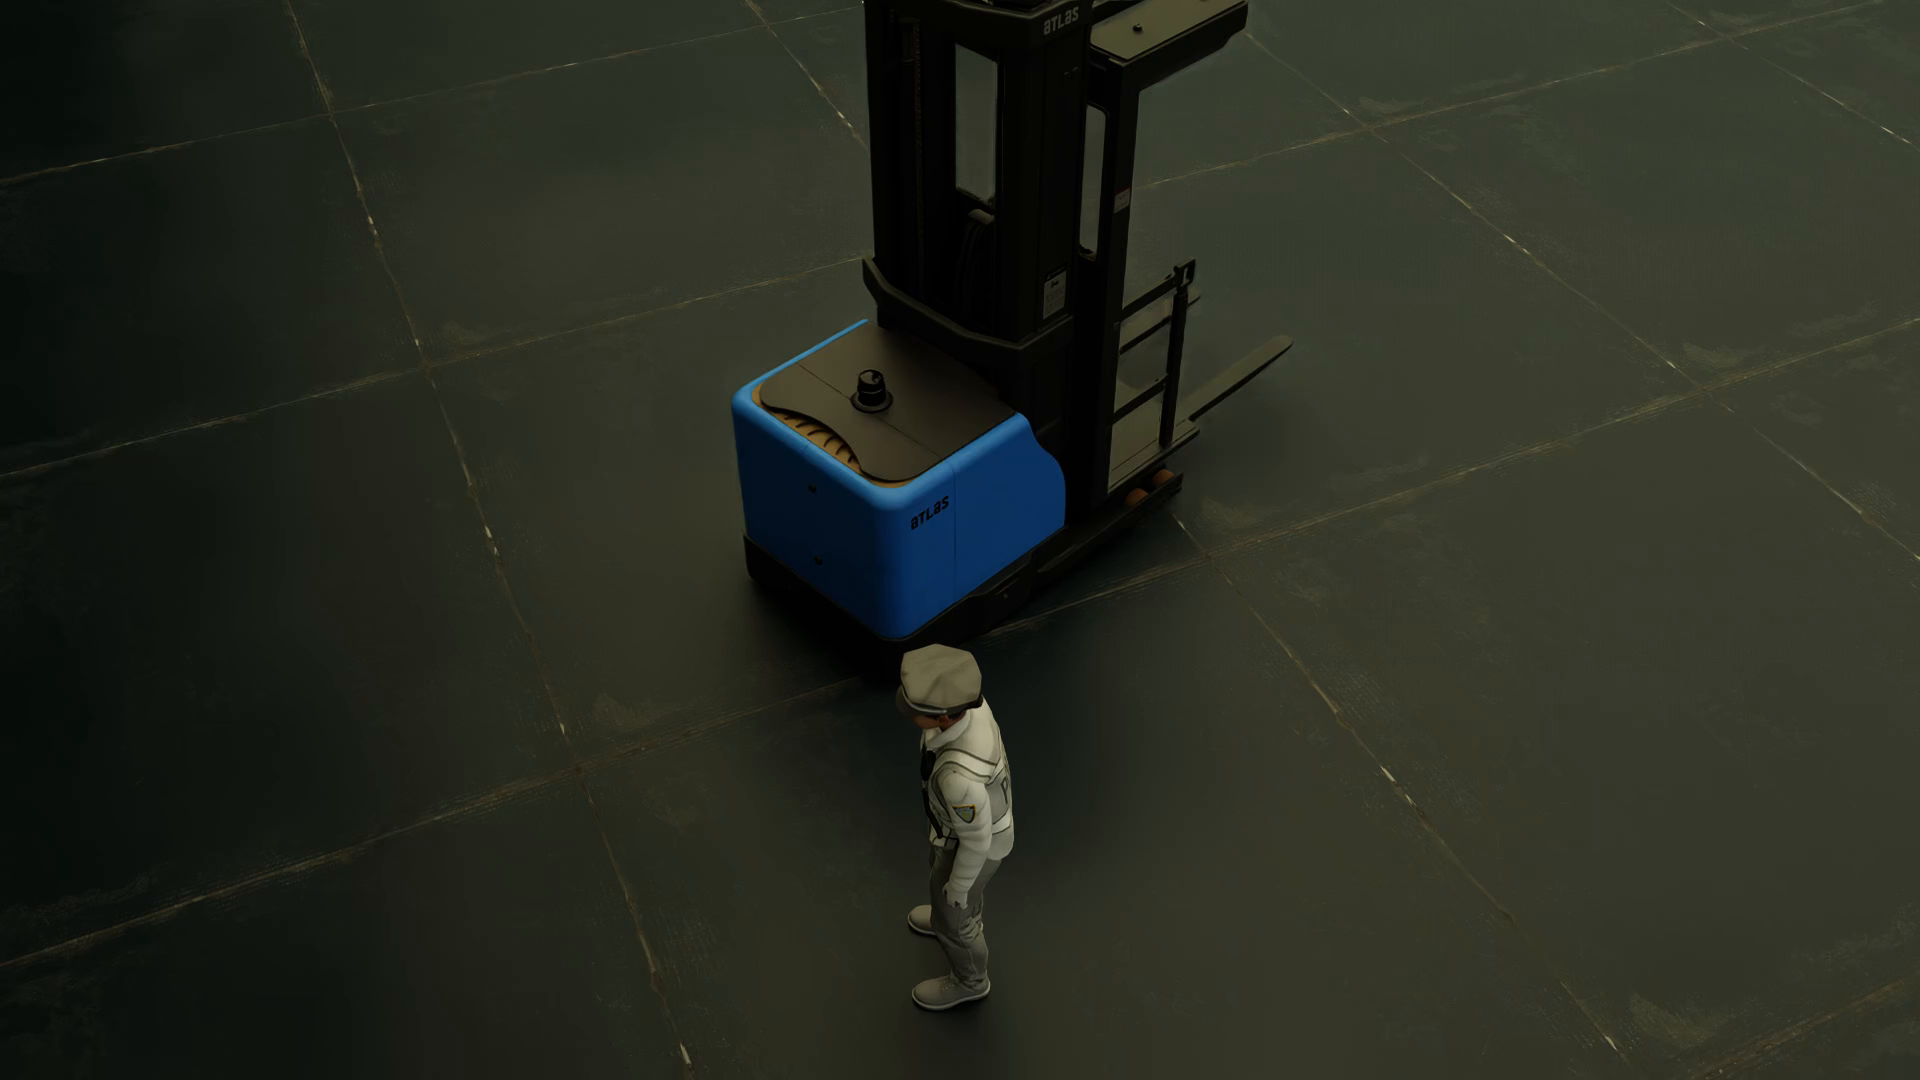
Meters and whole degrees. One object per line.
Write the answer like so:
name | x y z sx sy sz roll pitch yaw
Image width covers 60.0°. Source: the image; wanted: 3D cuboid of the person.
person | -0.011 0.974 5.568 0.376 1.662 0.532 -2 43 -2

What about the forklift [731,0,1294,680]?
forklift | 0.425 -1.375 7.154 1.130 2.935 3.031 34 53 31
